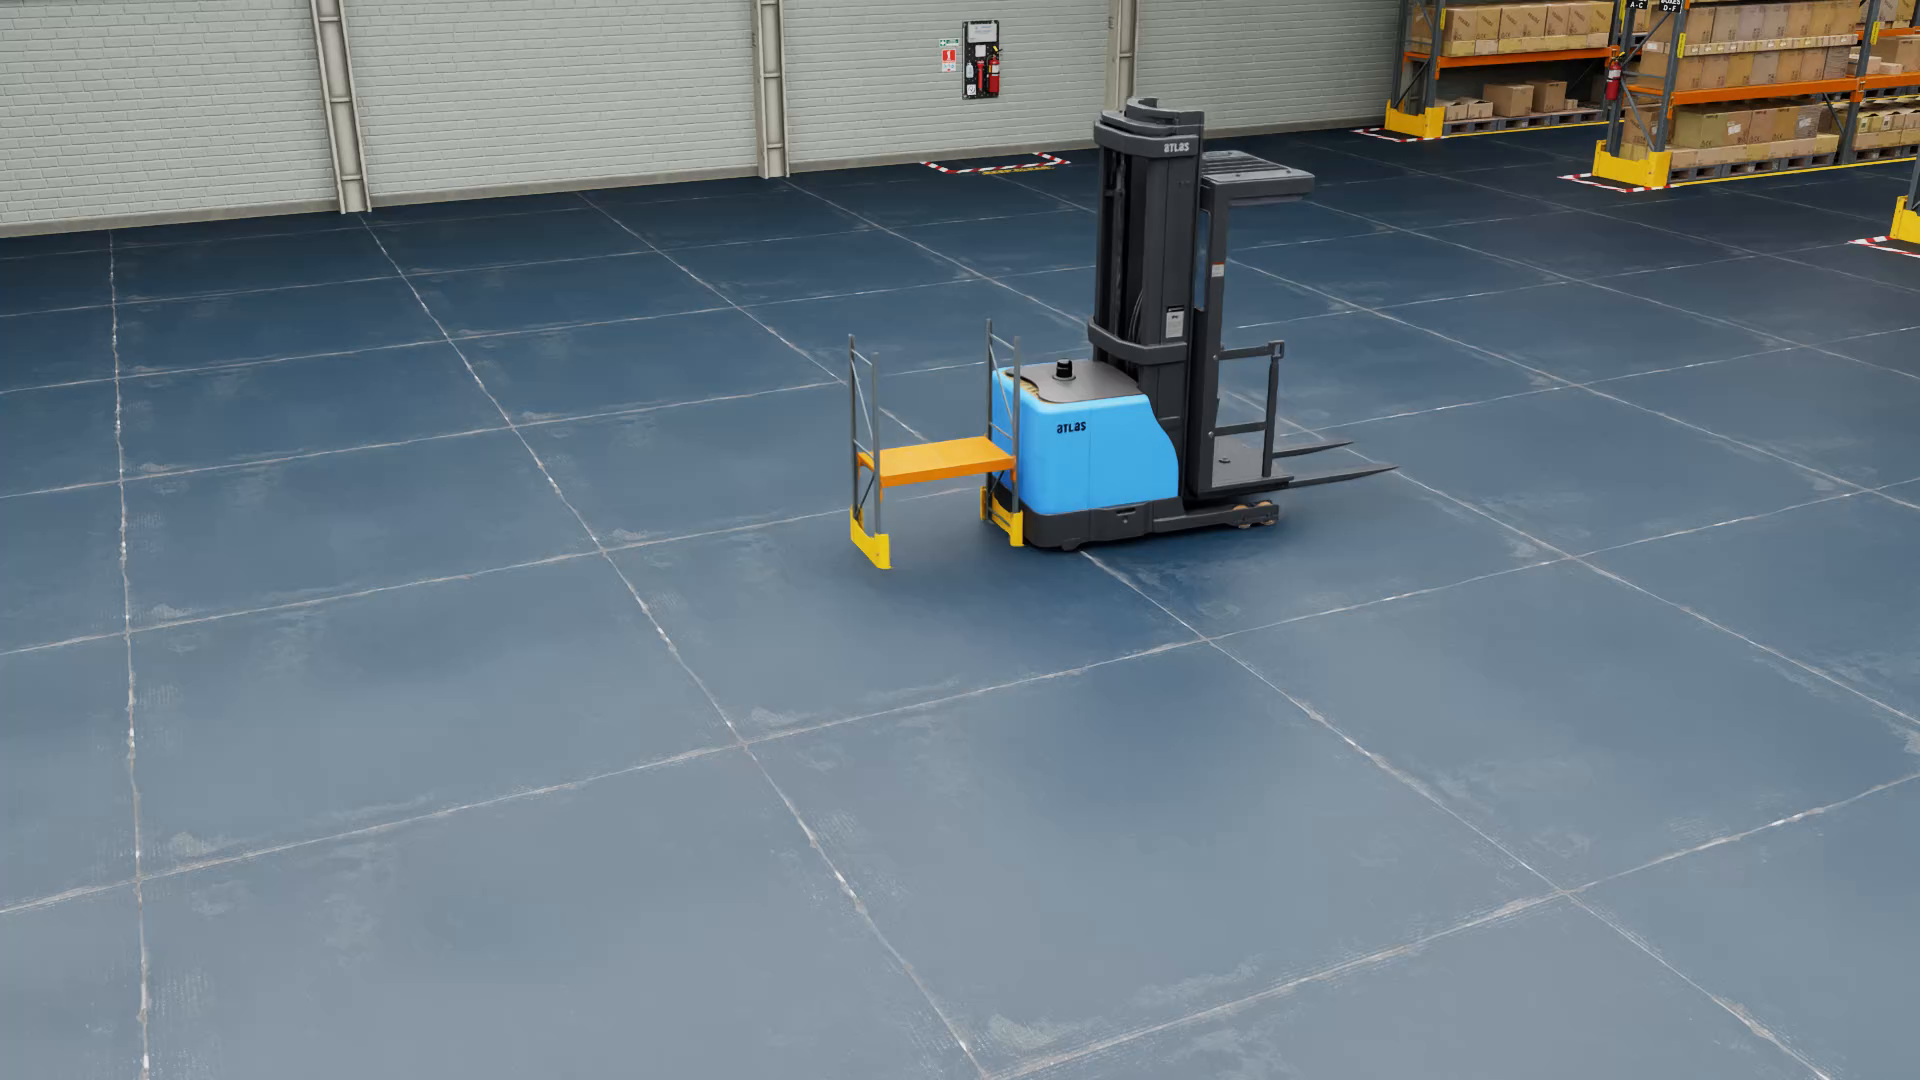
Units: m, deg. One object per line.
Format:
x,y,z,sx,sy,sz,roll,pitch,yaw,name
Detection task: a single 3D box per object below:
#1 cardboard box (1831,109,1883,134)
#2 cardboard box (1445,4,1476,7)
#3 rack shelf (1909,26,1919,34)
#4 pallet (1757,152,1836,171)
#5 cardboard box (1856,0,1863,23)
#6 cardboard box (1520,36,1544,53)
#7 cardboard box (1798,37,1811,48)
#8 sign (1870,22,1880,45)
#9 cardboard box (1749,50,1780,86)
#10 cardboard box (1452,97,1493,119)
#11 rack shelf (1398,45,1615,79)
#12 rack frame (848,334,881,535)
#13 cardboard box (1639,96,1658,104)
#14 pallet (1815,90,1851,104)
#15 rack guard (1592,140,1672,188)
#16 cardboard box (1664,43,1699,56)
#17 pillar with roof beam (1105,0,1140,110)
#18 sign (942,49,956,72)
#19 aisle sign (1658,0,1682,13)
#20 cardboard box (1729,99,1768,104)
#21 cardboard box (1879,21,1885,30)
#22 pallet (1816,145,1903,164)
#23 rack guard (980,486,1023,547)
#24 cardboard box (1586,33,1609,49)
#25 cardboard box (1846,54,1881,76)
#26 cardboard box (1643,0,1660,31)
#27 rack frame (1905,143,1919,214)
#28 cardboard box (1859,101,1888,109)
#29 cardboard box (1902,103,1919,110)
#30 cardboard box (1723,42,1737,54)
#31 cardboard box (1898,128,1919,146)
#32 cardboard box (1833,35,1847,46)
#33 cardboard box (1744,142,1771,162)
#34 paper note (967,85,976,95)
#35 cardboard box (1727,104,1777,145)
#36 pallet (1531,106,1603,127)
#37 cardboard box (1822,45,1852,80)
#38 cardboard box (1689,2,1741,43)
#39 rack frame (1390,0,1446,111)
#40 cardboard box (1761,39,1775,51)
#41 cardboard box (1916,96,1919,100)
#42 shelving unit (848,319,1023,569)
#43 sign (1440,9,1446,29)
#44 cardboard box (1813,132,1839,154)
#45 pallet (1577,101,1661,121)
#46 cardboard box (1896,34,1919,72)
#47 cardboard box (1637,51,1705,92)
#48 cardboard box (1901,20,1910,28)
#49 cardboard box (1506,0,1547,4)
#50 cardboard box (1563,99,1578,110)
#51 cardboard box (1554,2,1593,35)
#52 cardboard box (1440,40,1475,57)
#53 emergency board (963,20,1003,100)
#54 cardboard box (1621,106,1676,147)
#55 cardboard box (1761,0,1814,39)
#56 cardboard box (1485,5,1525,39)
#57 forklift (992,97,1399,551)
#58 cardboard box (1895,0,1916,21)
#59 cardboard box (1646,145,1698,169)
14.002,-6.545,25.952,0.500,0.311,0.500,-10,25,-23,cardboard box
8.556,-8.940,28.616,0.500,0.500,0.500,-10,25,-23,cardboard box
20.380,-10.412,33.923,4.000,0.370,1.077,-10,25,-24,rack shelf
12.787,-5.974,25.905,1.213,0.211,1.003,-10,25,-24,pallet
16.912,-10.189,31.898,0.500,0.500,0.500,-10,24,-22,cardboard box
9.723,-8.590,28.751,0.500,0.250,0.500,-10,25,-23,cardboard box
12.452,-7.438,24.819,0.250,0.149,0.380,-11,25,-24,cardboard box
13.764,-7.625,25.013,0.005,0.325,0.100,-10,25,-24,sign
11.737,-7.093,24.832,0.500,0.500,0.700,-10,24,-22,cardboard box
8.942,-7.562,29.036,0.500,0.311,0.500,-8,24,-19,cardboard box
9.568,-8.422,29.114,4.000,0.370,1.077,-10,25,-24,rack shelf
-0.642,-0.599,11.235,0.032,1.500,0.500,-9,24,-21,rack frame
12.470,-8.365,30.730,0.500,0.500,0.700,-11,25,-25,cardboard box
16.815,-8.767,32.653,1.213,0.211,1.003,-10,25,-24,pallet
9.896,-5.557,24.521,0.348,0.500,1.175,-10,25,-24,rack guard
10.364,-7.053,23.887,0.250,0.149,0.380,-11,25,-24,cardboard box
4.482,-9.130,22.040,0.400,9.000,9.100,-10,25,-24,pillar with roof beam
-0.171,-7.405,25.670,0.234,0.329,0.001,-10,25,-24,sign
9.991,-7.801,23.274,0.004,0.787,0.394,-10,25,-24,aisle sign
12.067,-6.515,25.631,0.500,0.500,0.500,-10,25,-24,cardboard box
17.714,-10.011,32.315,0.250,0.149,0.380,-10,25,-24,cardboard box
14.168,-6.227,26.516,1.213,0.211,1.003,-10,25,-24,pallet
0.294,-0.172,11.838,0.087,0.250,0.587,-9,24,-21,rack guard
11.074,-8.843,29.361,0.500,0.250,0.500,-10,25,-23,cardboard box
13.946,-7.407,25.918,0.500,0.250,0.500,-9,24,-20,cardboard box
12.350,-9.498,30.068,0.500,0.500,0.700,-8,24,-18,cardboard box
12.062,-5.008,19.927,0.127,3.000,1.000,-10,25,-24,rack frame
14.679,-6.898,26.806,0.500,0.311,0.500,-11,25,-24,cardboard box
15.387,-6.800,26.569,0.500,0.311,0.500,-10,24,-22,cardboard box
11.055,-7.179,24.193,0.250,0.149,0.380,-11,25,-24,cardboard box
14.919,-6.456,26.470,0.500,0.250,0.500,-11,25,-25,cardboard box
13.146,-7.566,25.127,0.250,0.149,0.380,-11,25,-25,cardboard box
11.849,-5.900,25.127,0.500,0.250,0.500,-10,25,-24,cardboard box
0.182,-7.032,25.968,0.142,0.148,0.016,-10,25,-24,paper note
11.850,-6.246,24.983,0.500,0.500,0.500,-10,25,-24,cardboard box
10.780,-7.674,30.013,1.213,0.211,1.003,-10,25,-24,pallet
13.124,-7.350,25.453,0.500,0.500,0.700,-11,25,-25,cardboard box
10.863,-7.532,24.198,0.500,0.500,0.700,-11,25,-25,cardboard box
7.765,-8.422,28.175,0.127,3.000,1.000,-10,25,-24,rack frame
11.750,-7.307,24.502,0.250,0.149,0.380,-10,25,-23,cardboard box
16.057,-7.150,27.414,0.500,0.311,0.500,-11,25,-25,cardboard box
-0.165,-0.675,11.421,1.083,1.500,0.587,-9,24,-21,shelving unit
8.001,-8.635,27.558,0.005,0.325,0.100,-10,25,-24,sign
13.198,-6.151,25.733,0.500,0.250,0.500,-10,25,-24,cardboard box
12.071,-7.927,30.625,1.213,0.211,1.003,-10,25,-24,pallet
15.147,-7.718,26.342,0.500,0.500,0.500,-10,25,-24,cardboard box
10.343,-6.835,24.210,0.500,0.500,0.700,-10,25,-24,cardboard box
18.396,-10.152,32.657,0.250,0.149,0.380,-10,25,-23,cardboard box
9.936,-9.201,29.246,0.500,0.500,0.500,-10,24,-22,cardboard box
10.901,-7.881,29.996,0.250,0.166,0.380,-14,26,-30,cardboard box
10.631,-9.103,29.008,0.500,0.500,0.500,-11,25,-24,cardboard box
8.343,-8.334,28.131,0.500,0.250,0.500,-11,25,-25,cardboard box
0.371,-7.445,25.813,0.643,1.169,0.194,-10,25,-24,emergency board
10.271,-6.177,24.817,0.500,0.500,0.500,-10,25,-24,cardboard box
12.218,-7.782,24.801,0.500,0.500,0.700,-10,25,-24,cardboard box
9.244,-8.847,28.389,0.500,0.500,0.500,-11,25,-25,cardboard box
1.770,-1.616,11.821,3.031,2.935,1.130,-8,24,-19,forklift
18.272,-10.442,32.509,0.500,0.500,0.500,-11,25,-24,cardboard box
10.497,-5.652,24.528,0.500,0.250,0.500,-10,25,-24,cardboard box
